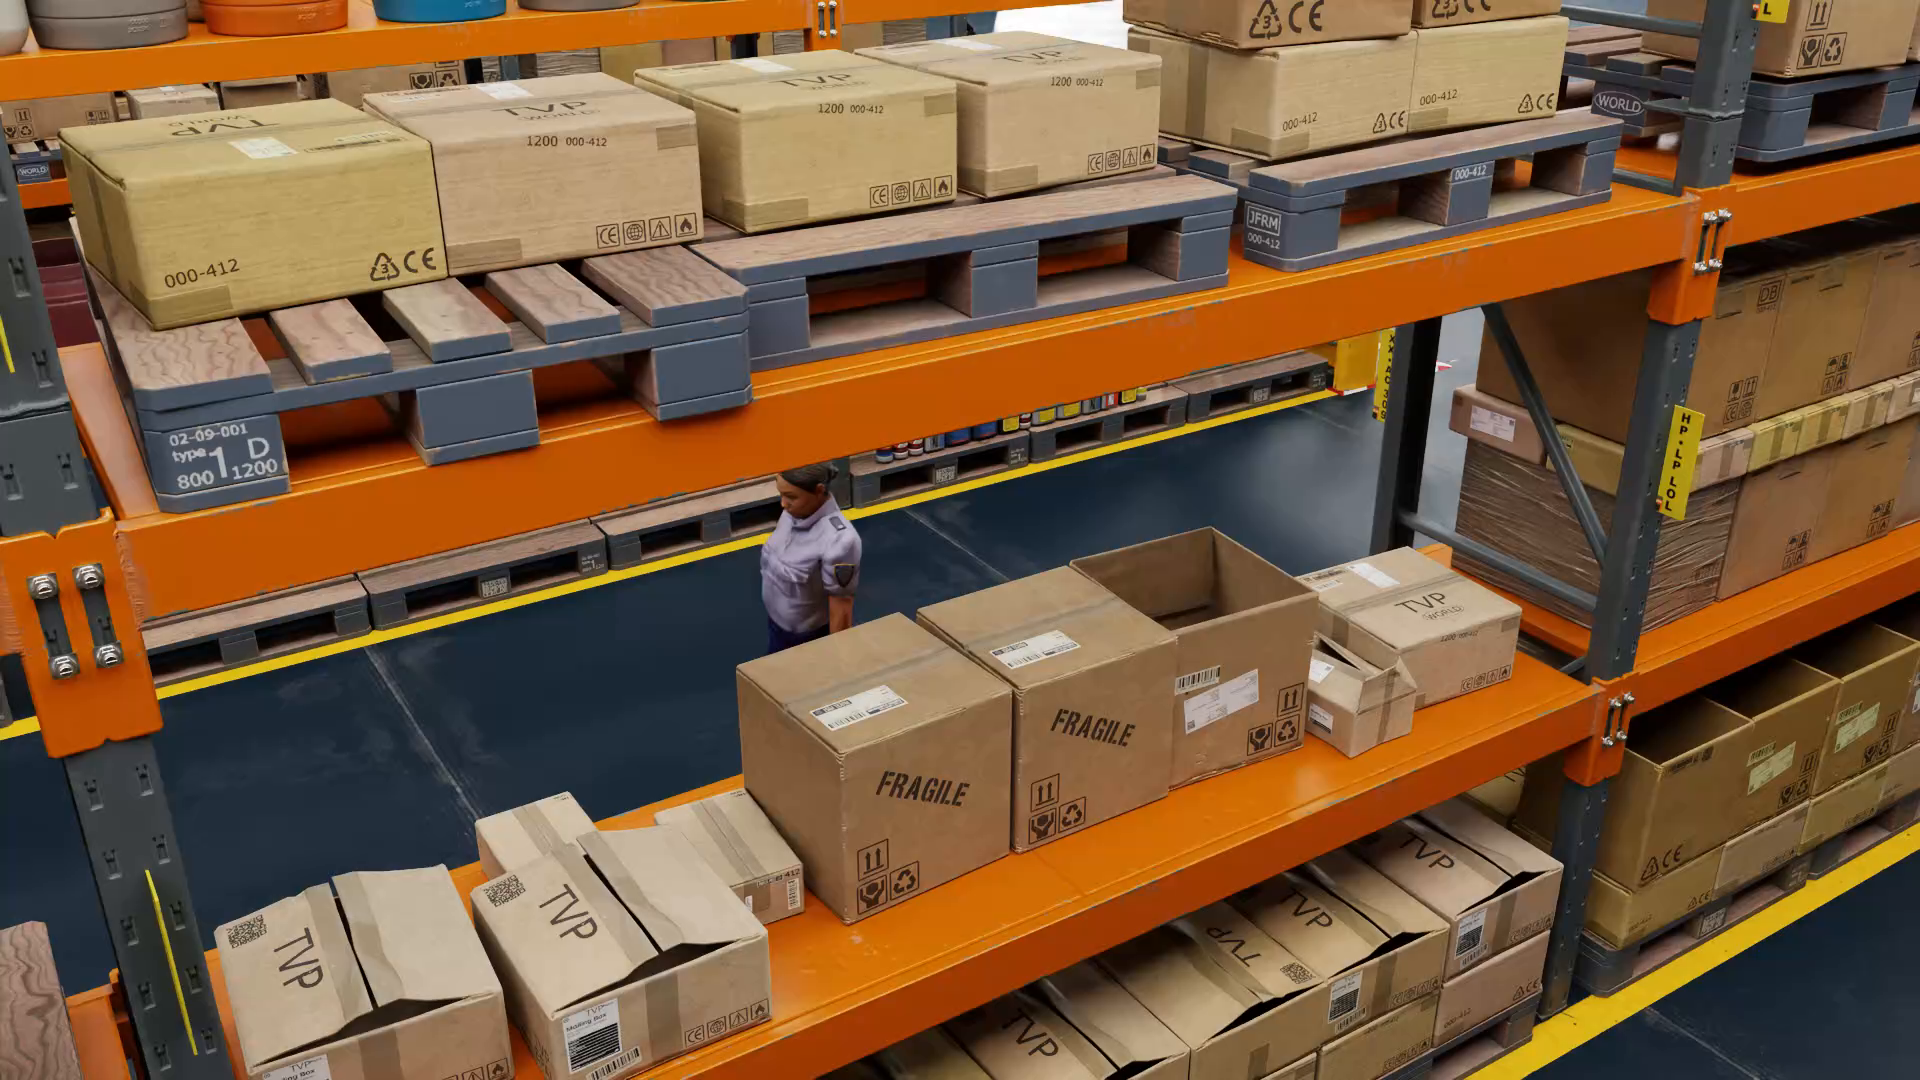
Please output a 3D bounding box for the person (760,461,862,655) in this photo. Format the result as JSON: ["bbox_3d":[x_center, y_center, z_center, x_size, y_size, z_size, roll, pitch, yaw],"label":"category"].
[{"bbox_3d":[-0.542,0.420,6.259,0.339,1.642,0.470,-15,29,-28],"label":"person"}]
